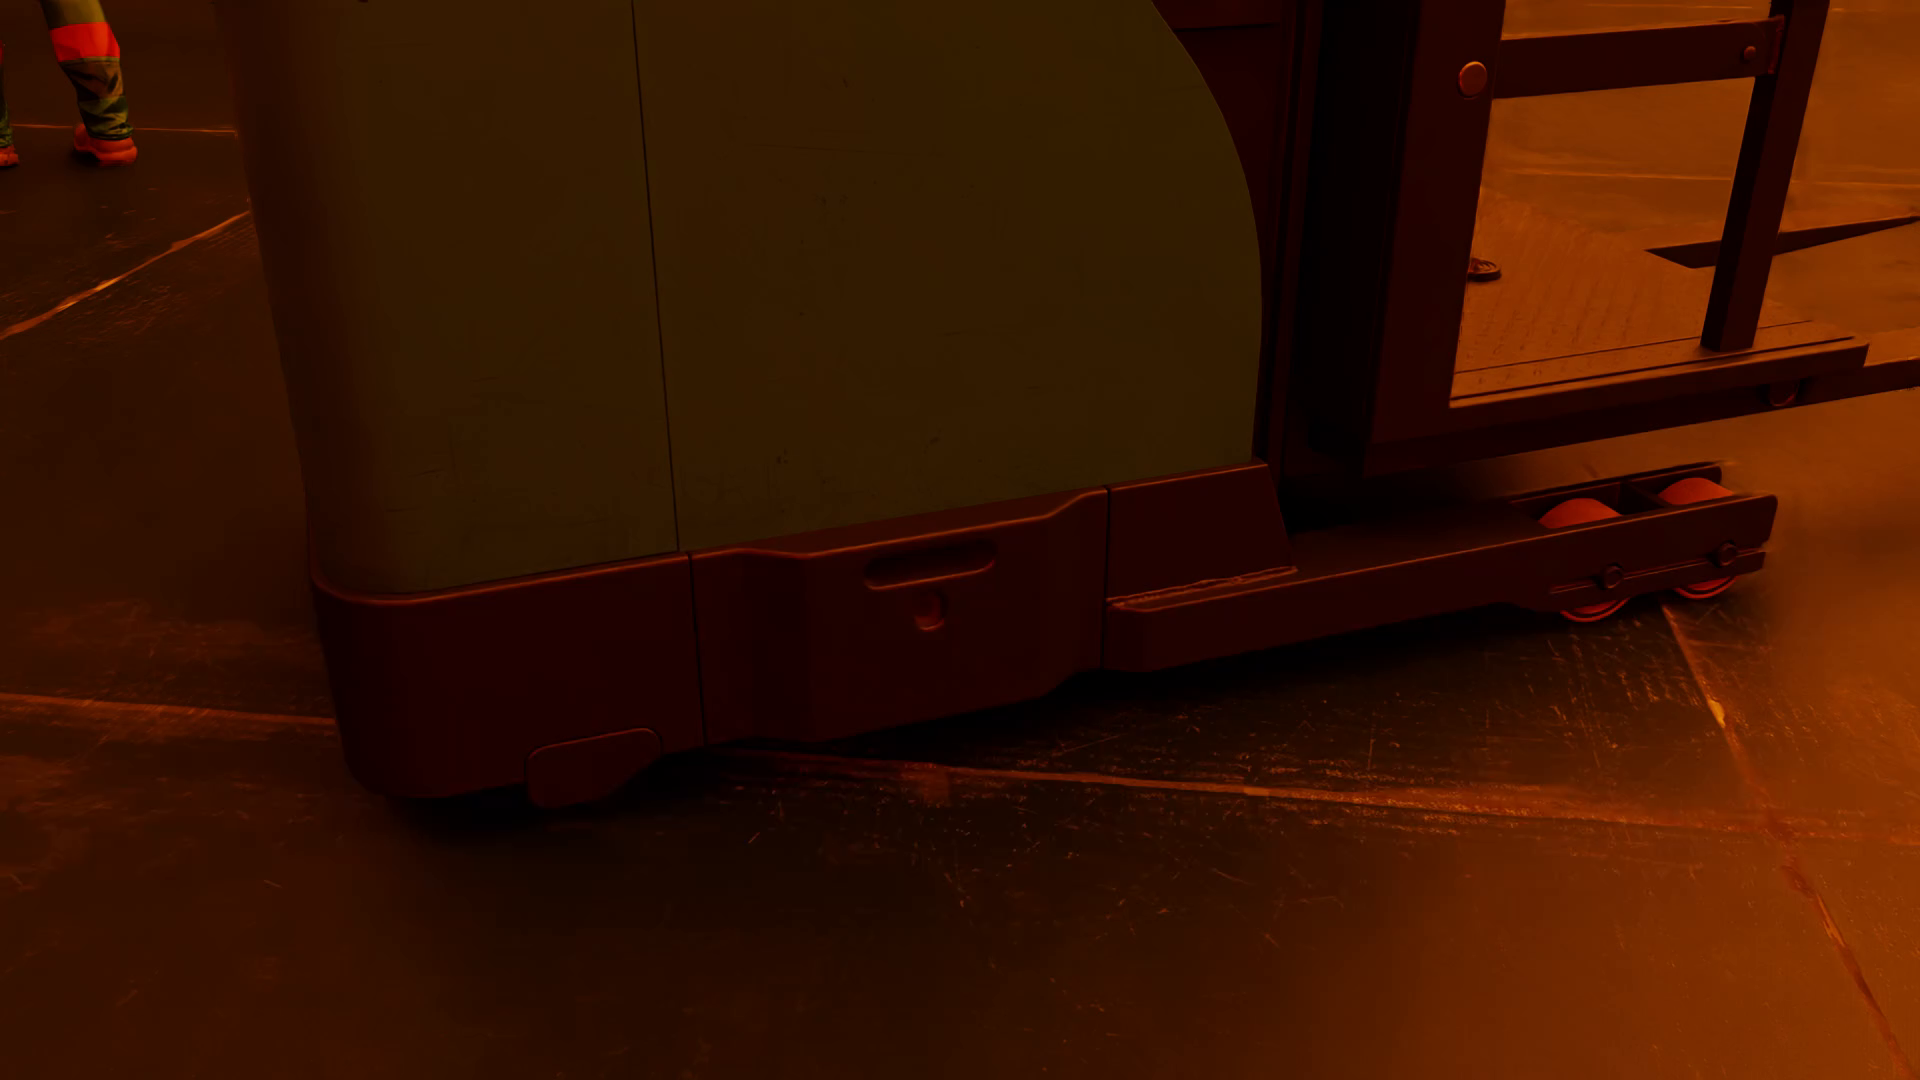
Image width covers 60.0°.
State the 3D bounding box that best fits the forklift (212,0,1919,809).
[{"bbox_3d":[0.596,-1.410,2.043,3.031,2.935,1.130,-9,28,-18],"label":"forklift"}]

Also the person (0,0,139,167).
[{"bbox_3d":[-2.517,-1.844,4.231,0.631,1.811,0.500,-24,35,-39],"label":"person"}]
